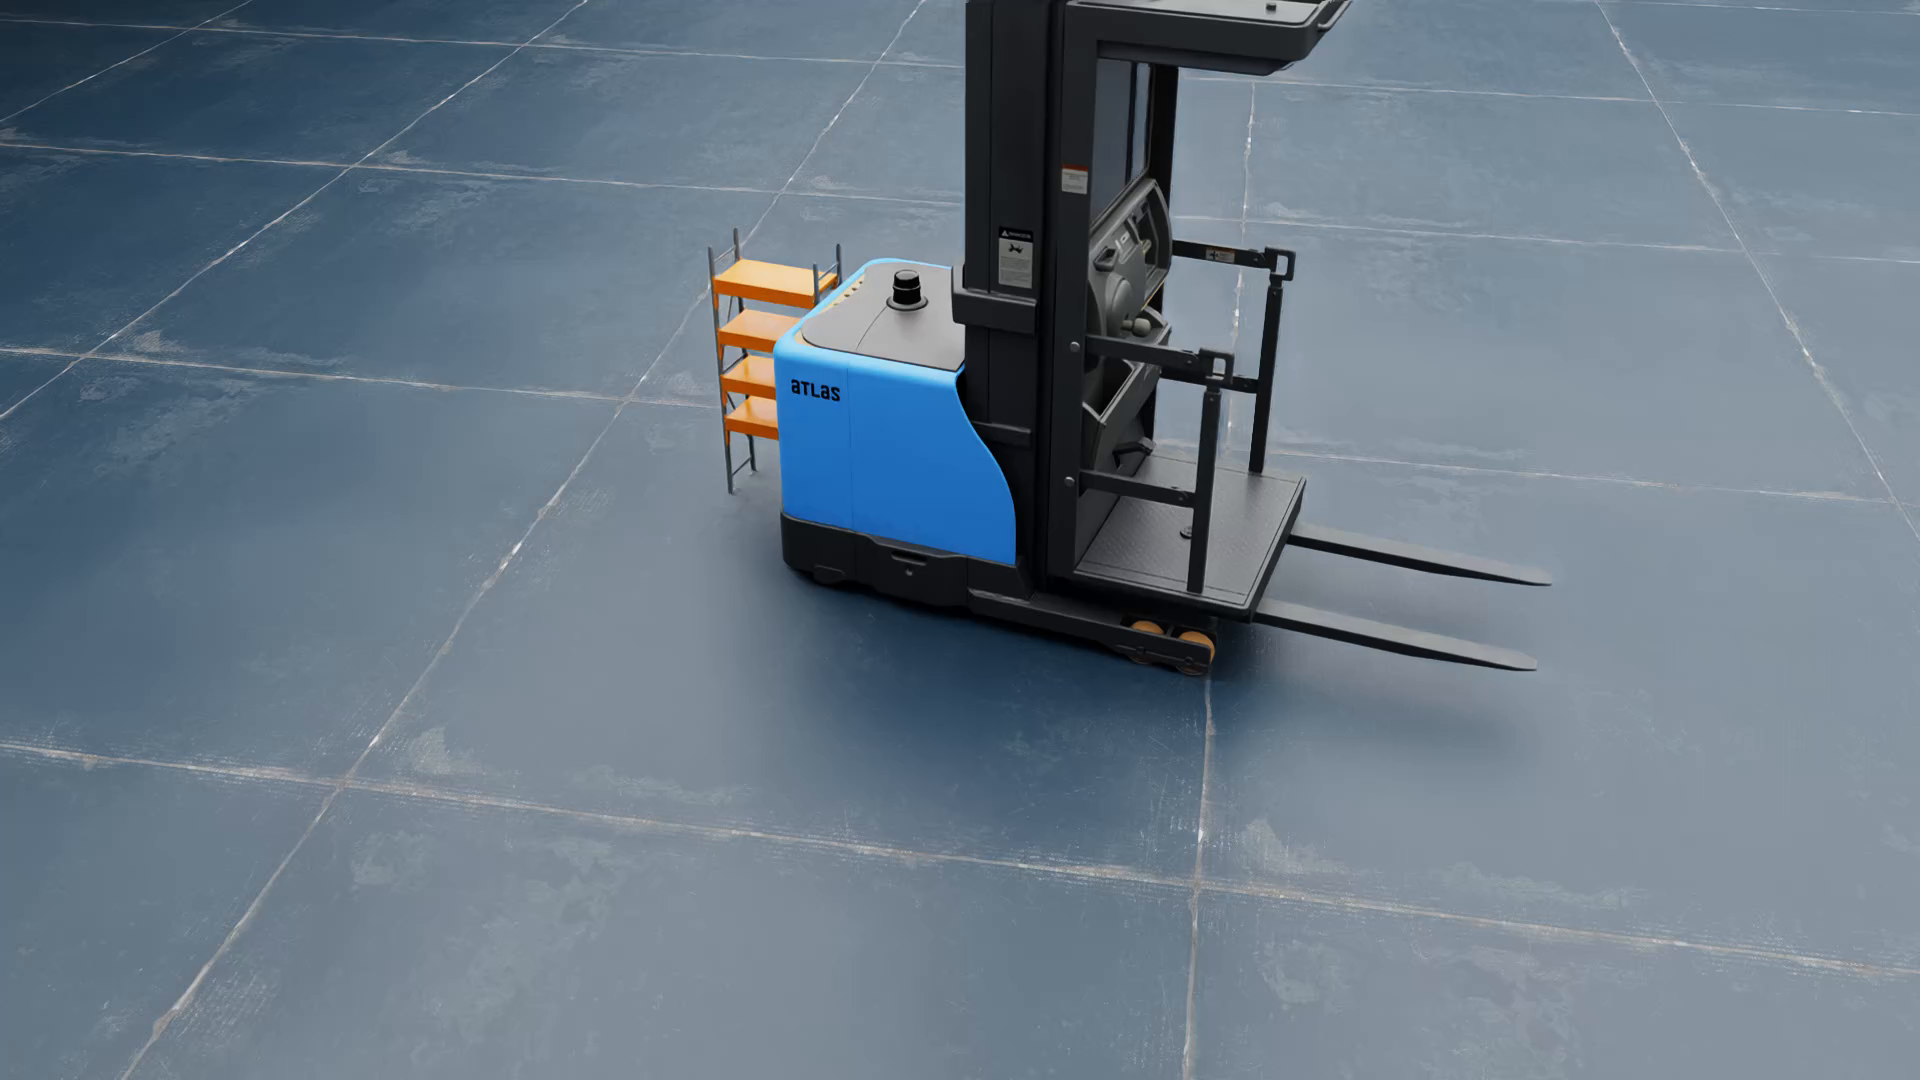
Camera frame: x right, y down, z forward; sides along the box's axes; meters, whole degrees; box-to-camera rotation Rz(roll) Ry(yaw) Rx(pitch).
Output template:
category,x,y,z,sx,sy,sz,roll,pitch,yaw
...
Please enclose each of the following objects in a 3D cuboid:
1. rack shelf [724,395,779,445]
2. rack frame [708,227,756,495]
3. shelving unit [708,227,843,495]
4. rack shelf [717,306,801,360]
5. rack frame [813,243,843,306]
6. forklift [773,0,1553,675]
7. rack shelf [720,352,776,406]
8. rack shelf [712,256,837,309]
category,x,y,z,sx,sy,sz,roll,pitch,yaw
rack shelf,-0.777,-0.502,7.422,0.480,0.148,0.258,12,34,18
rack frame,-1.004,-0.776,7.358,0.015,1.200,0.240,12,34,18
shelving unit,-0.777,-0.727,7.281,0.503,1.200,0.258,12,34,18
rack shelf,-0.777,-0.860,7.198,0.480,0.148,0.258,12,34,18
rack frame,-0.551,-0.679,7.204,0.015,1.200,0.240,12,34,18
forklift,0.823,-1.041,6.151,3.031,2.935,1.130,12,34,18
rack shelf,-0.777,-0.670,7.317,0.480,0.148,0.258,12,34,18
rack shelf,-0.777,-1.060,7.073,0.480,0.148,0.258,12,34,18
